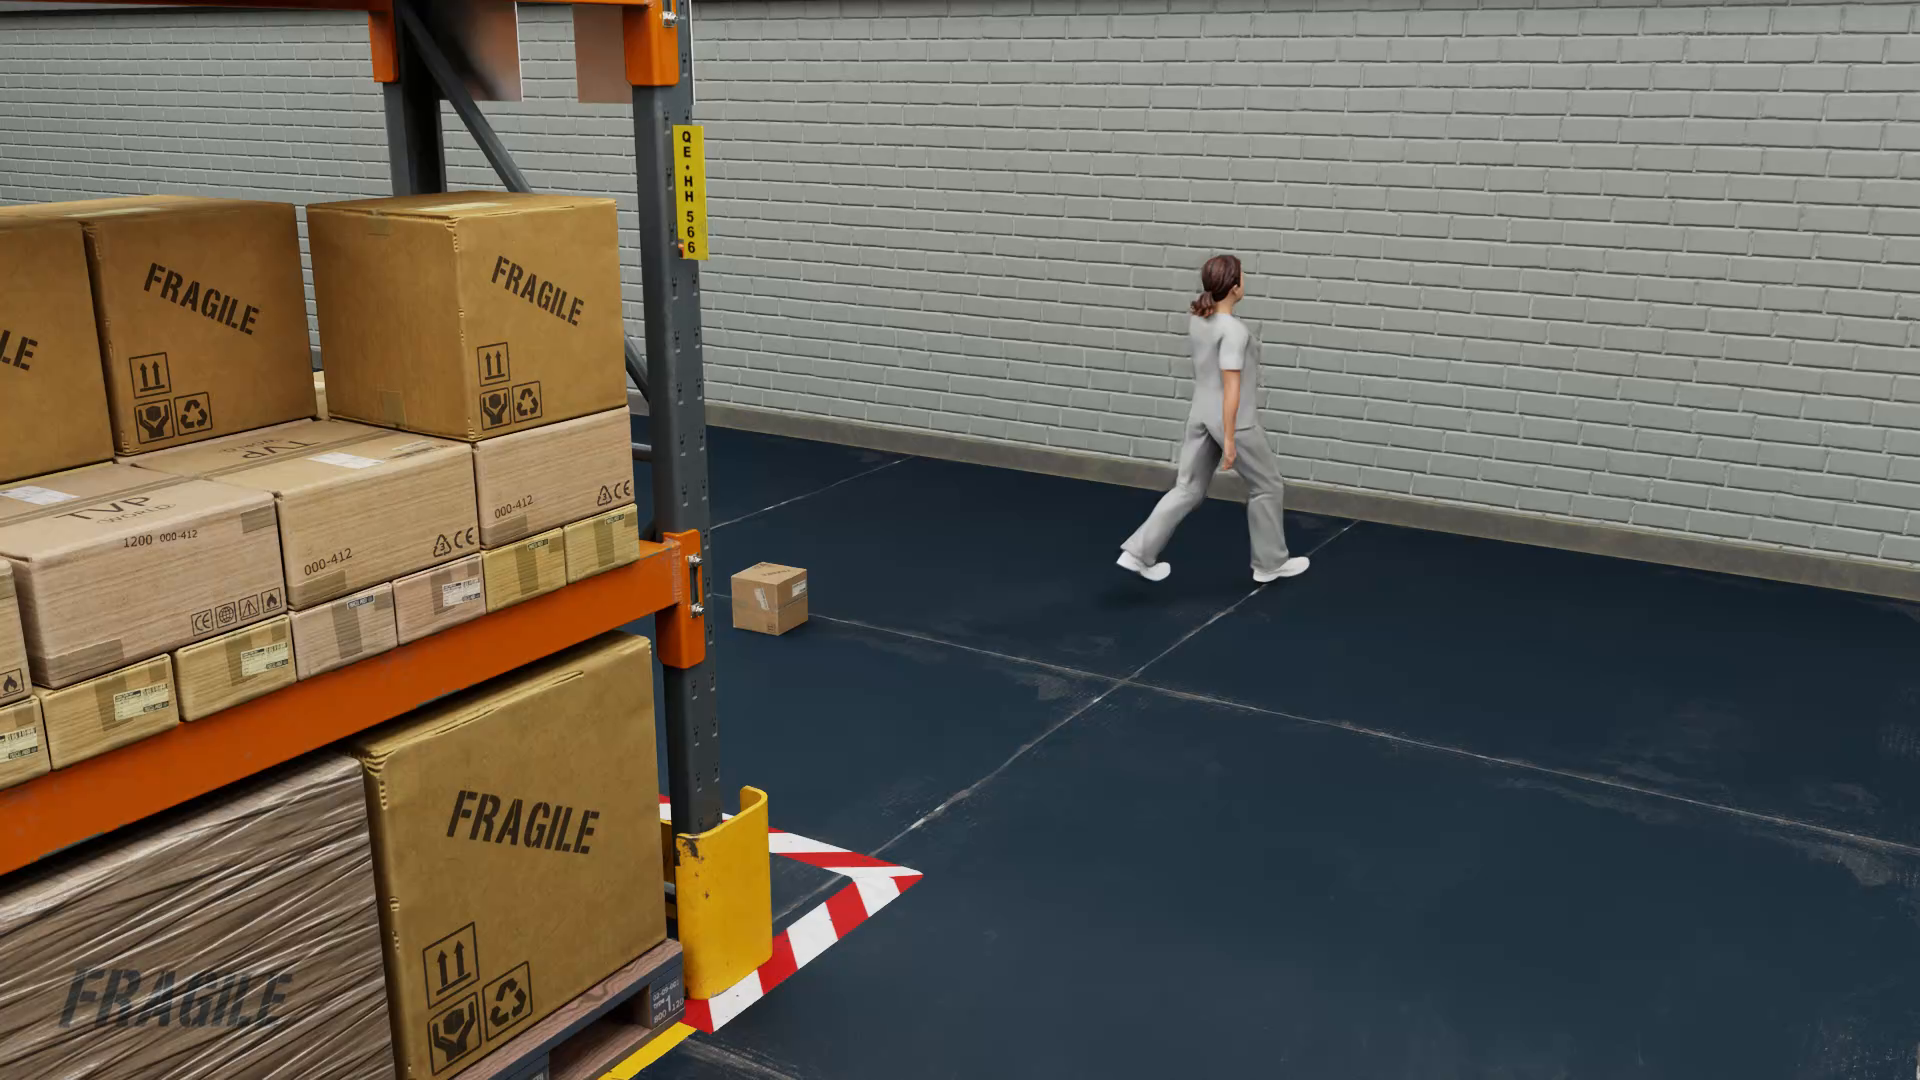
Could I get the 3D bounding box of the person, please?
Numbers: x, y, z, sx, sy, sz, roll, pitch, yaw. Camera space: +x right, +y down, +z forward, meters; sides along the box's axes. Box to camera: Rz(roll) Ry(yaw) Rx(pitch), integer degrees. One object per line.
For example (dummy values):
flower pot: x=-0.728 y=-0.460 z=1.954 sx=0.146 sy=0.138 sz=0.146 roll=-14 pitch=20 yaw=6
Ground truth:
person: x=1.260 y=-0.561 z=7.978 sx=1.006 sy=1.621 sz=0.460 roll=-9 pitch=19 yaw=-29
